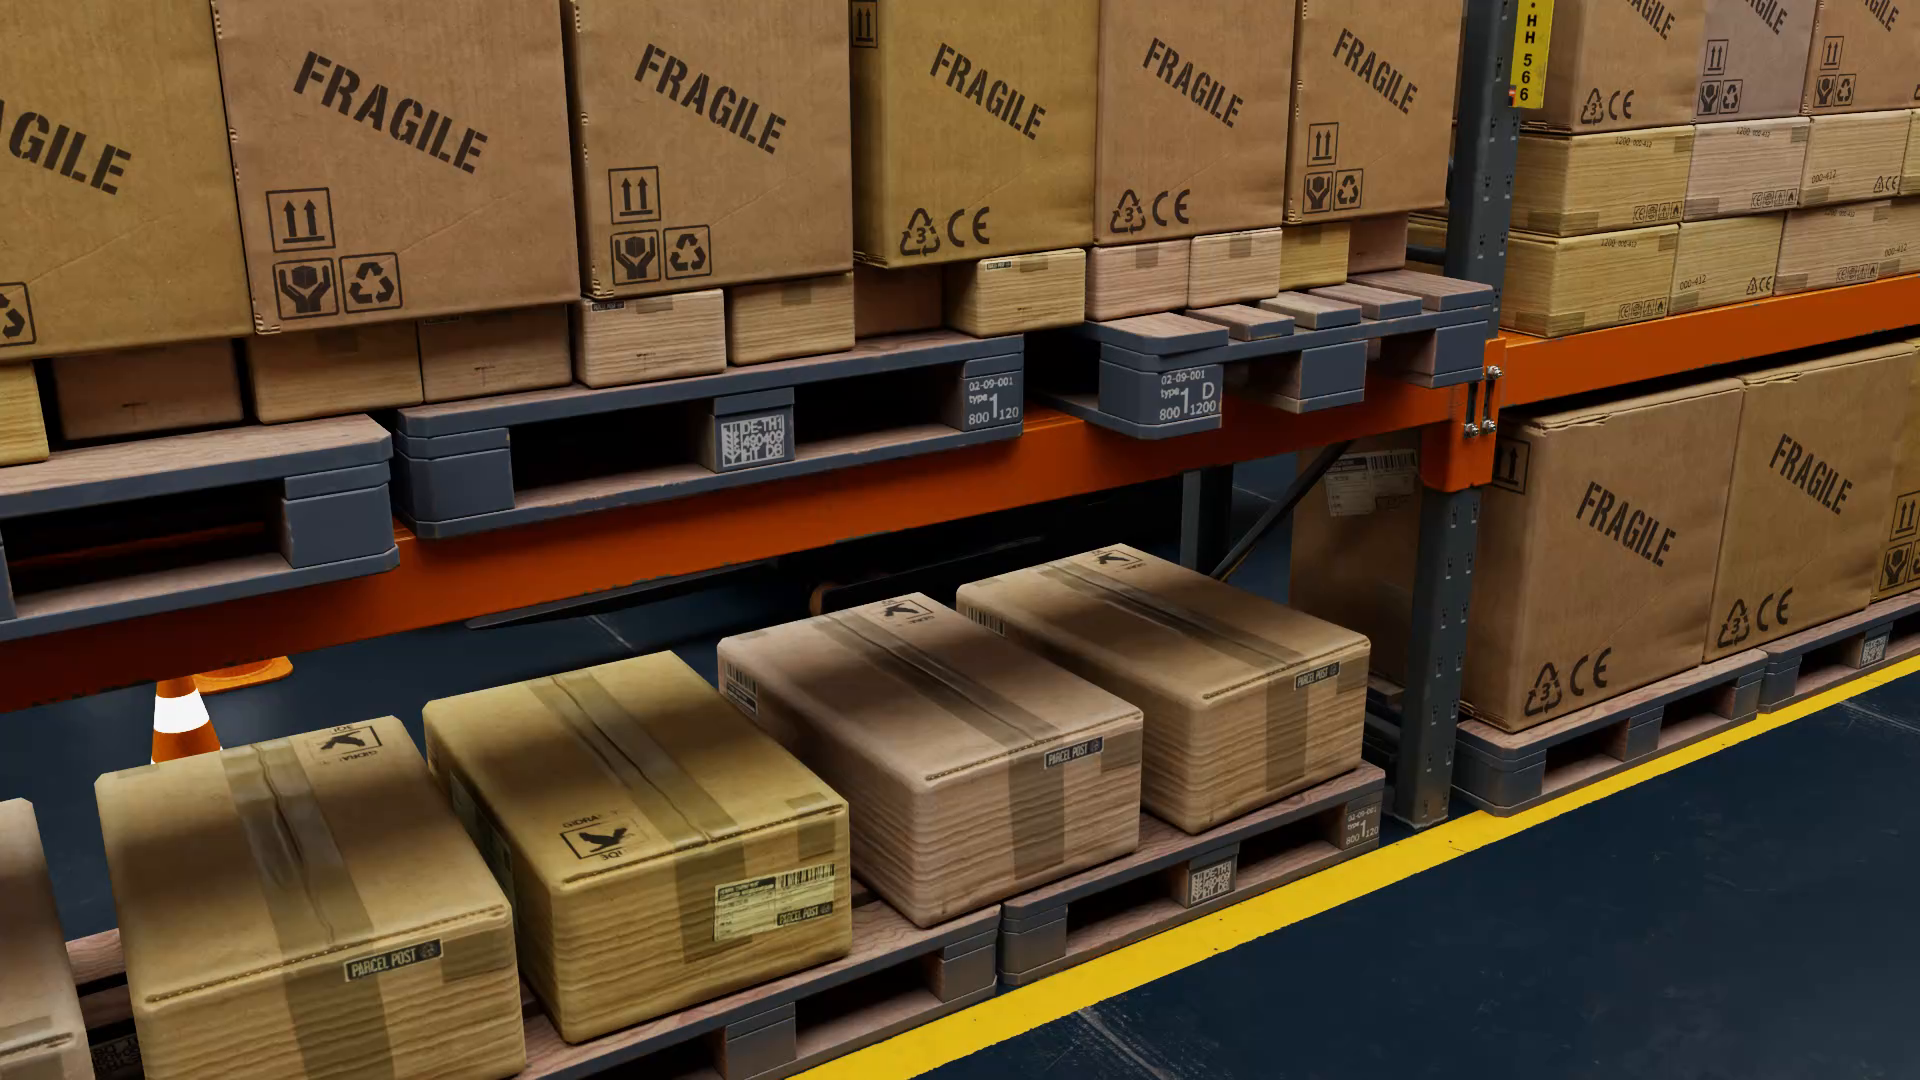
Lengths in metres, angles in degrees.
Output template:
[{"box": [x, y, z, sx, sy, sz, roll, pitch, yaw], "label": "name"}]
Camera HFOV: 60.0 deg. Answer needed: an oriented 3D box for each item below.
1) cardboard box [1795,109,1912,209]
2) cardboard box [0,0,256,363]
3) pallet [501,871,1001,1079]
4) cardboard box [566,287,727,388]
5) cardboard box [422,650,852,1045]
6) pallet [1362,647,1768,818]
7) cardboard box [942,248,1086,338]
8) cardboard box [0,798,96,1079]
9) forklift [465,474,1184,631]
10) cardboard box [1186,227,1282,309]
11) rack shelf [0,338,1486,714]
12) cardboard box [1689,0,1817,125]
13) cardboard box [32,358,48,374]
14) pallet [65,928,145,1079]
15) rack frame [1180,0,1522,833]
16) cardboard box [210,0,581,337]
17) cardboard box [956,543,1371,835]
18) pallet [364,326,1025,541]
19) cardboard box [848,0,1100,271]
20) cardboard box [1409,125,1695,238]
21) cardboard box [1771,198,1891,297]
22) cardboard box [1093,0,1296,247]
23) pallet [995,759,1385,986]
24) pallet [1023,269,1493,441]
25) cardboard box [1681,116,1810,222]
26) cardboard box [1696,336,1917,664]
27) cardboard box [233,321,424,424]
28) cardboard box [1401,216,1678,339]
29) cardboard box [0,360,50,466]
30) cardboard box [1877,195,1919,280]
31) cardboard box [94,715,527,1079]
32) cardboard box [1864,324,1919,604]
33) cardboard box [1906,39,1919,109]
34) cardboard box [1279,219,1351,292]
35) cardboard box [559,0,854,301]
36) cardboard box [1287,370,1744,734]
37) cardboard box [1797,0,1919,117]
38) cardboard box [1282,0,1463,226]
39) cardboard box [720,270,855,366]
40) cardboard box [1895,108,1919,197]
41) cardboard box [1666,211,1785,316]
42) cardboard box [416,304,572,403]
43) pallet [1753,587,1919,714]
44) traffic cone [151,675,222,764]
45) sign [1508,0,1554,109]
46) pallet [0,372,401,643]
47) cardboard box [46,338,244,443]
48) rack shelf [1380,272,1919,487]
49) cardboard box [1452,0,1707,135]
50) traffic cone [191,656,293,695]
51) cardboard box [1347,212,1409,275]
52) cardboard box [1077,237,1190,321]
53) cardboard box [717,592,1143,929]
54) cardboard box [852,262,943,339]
[{"box": [2.408, -1.148, 4.910, 0.500, 0.250, 0.500, -12, 22, -32], "label": "cardboard box"}, {"box": [-1.380, -0.560, 2.443, 0.500, 0.500, 0.500, -12, 22, -31], "label": "cardboard box"}, {"box": [-0.678, 0.888, 3.788, 1.213, 0.211, 1.003, -12, 22, -31], "label": "pallet"}, {"box": [-0.608, -0.394, 2.963, 0.250, 0.149, 0.380, -11, 22, -29], "label": "cardboard box"}, {"box": [-0.733, 0.623, 3.665, 0.625, 0.372, 0.950, -11, 22, -30], "label": "cardboard box"}, {"box": [1.693, 0.419, 5.177, 1.213, 0.211, 1.003, -12, 22, -31], "label": "pallet"}, {"box": [0.042, -0.525, 3.352, 0.250, 0.149, 0.380, -11, 22, -30], "label": "cardboard box"}, {"box": [-1.911, 0.874, 2.924, 0.625, 0.372, 0.950, -12, 22, -31], "label": "cardboard box"}, {"box": [-0.509, -1.270, 5.924, 3.031, 2.935, 1.130, -13, 23, -34], "label": "forklift"}, {"box": [0.479, -0.620, 3.631, 0.250, 0.149, 0.380, -12, 22, -32], "label": "cardboard box"}, {"box": [-0.677, -0.090, 3.452, 4.000, 0.370, 1.077, -12, 22, -31], "label": "rack shelf"}, {"box": [1.949, -1.416, 4.532, 0.500, 0.500, 0.500, -12, 22, -31], "label": "cardboard box"}, {"box": [-1.644, -0.420, 3.040, 0.250, 0.149, 0.380, -12, 22, -32], "label": "cardboard box"}, {"box": [-1.698, 1.104, 3.148, 1.213, 0.211, 1.003, -12, 22, -31], "label": "pallet"}, {"box": [0.993, -0.784, 4.379, 0.127, 3.000, 1.000, -12, 22, -31], "label": "rack frame"}, {"box": [-0.960, -0.644, 2.689, 0.500, 0.500, 0.500, -12, 22, -32], "label": "cardboard box"}, {"box": [0.516, 0.359, 4.446, 0.625, 0.372, 0.950, -14, 23, -35], "label": "cardboard box"}, {"box": [-0.638, -0.333, 3.346, 1.213, 0.211, 1.003, -12, 22, -31], "label": "pallet"}, {"box": [-0.080, -0.833, 3.249, 0.500, 0.500, 0.500, -14, 23, -35], "label": "cardboard box"}, {"box": [1.552, -0.973, 4.391, 0.500, 0.250, 0.500, -12, 22, -32], "label": "cardboard box"}, {"box": [2.401, -0.917, 5.009, 0.500, 0.250, 0.500, -11, 22, -30], "label": "cardboard box"}, {"box": [0.341, -0.922, 3.513, 0.500, 0.500, 0.500, -12, 22, -32], "label": "cardboard box"}, {"box": [0.340, 0.675, 4.419, 1.213, 0.211, 1.003, -12, 22, -31], "label": "pallet"}, {"box": [0.457, -0.539, 3.954, 1.003, 0.211, 1.213, -12, 22, -31], "label": "pallet"}, {"box": [1.984, -1.063, 4.660, 0.500, 0.250, 0.500, -11, 22, -30], "label": "cardboard box"}, {"box": [2.363, -0.231, 5.407, 0.875, 0.875, 0.875, -12, 22, -31], "label": "cardboard box"}, {"box": [-1.066, -0.318, 2.738, 0.250, 0.149, 0.380, -12, 22, -31], "label": "cardboard box"}, {"box": [1.540, -0.731, 4.459, 0.500, 0.250, 0.500, -12, 22, -32], "label": "cardboard box"}, {"box": [-1.499, -0.213, 2.429, 0.250, 0.149, 0.380, -11, 22, -30], "label": "cardboard box"}, {"box": [2.811, -1.005, 5.269, 0.500, 0.250, 0.500, -12, 22, -31], "label": "cardboard box"}, {"box": [-1.312, 0.746, 3.301, 0.625, 0.372, 0.950, -10, 21, -28], "label": "cardboard box"}, {"box": [3.110, -0.389, 5.873, 0.875, 0.875, 0.875, -11, 22, -30], "label": "cardboard box"}, {"box": [2.812, -1.591, 5.050, 0.500, 0.500, 0.500, -12, 22, -31], "label": "cardboard box"}, {"box": [0.665, -0.676, 3.798, 0.250, 0.149, 0.380, -12, 22, -31], "label": "cardboard box"}, {"box": [-0.537, -0.737, 2.966, 0.500, 0.500, 0.500, -13, 23, -34], "label": "cardboard box"}, {"box": [1.616, -0.075, 4.946, 0.875, 0.875, 0.875, -12, 22, -32], "label": "cardboard box"}, {"box": [2.389, -1.503, 4.790, 0.500, 0.500, 0.500, -11, 22, -30], "label": "cardboard box"}, {"box": [0.766, -1.016, 3.791, 0.500, 0.500, 0.500, -13, 22, -33], "label": "cardboard box"}, {"box": [-0.402, -0.449, 3.125, 0.250, 0.149, 0.380, -13, 22, -33], "label": "cardboard box"}, {"box": [2.838, -1.234, 5.164, 0.500, 0.250, 0.500, -11, 22, -30], "label": "cardboard box"}, {"box": [1.959, -0.827, 4.740, 0.500, 0.250, 0.500, -13, 22, -33], "label": "cardboard box"}, {"box": [-0.859, -0.361, 2.865, 0.250, 0.149, 0.380, -12, 22, -31], "label": "cardboard box"}, {"box": [2.711, 0.205, 5.808, 1.213, 0.211, 1.003, -12, 22, -31], "label": "pallet"}, {"box": [-2.082, 0.530, 4.455, 0.334, 0.463, 0.336, -12, 22, -31], "label": "traffic cone"}, {"box": [1.300, -1.151, 3.782, 0.005, 0.325, 0.100, -12, 22, -31], "label": "sign"}, {"box": [-1.629, -0.084, 2.609, 1.213, 0.211, 1.003, -12, 22, -31], "label": "pallet"}, {"box": [-1.304, -0.284, 2.637, 0.250, 0.149, 0.380, -10, 21, -28], "label": "cardboard box"}, {"box": [2.664, -0.795, 5.536, 4.000, 0.370, 1.077, -12, 22, -31], "label": "rack shelf"}, {"box": [1.540, -1.326, 4.266, 0.500, 0.500, 0.500, -13, 22, -33], "label": "cardboard box"}, {"box": [-2.390, 0.211, 5.397, 0.334, 0.463, 0.336, -12, 22, -31], "label": "traffic cone"}, {"box": [0.849, -0.743, 3.995, 0.250, 0.149, 0.380, -11, 22, -29], "label": "cardboard box"}, {"box": [0.264, -0.578, 3.506, 0.250, 0.149, 0.380, -13, 23, -34], "label": "cardboard box"}, {"box": [-0.096, 0.491, 4.055, 0.625, 0.372, 0.950, -12, 22, -32], "label": "cardboard box"}, {"box": [-0.237, -0.515, 3.321, 0.250, 0.149, 0.380, -12, 22, -31], "label": "cardboard box"}]
